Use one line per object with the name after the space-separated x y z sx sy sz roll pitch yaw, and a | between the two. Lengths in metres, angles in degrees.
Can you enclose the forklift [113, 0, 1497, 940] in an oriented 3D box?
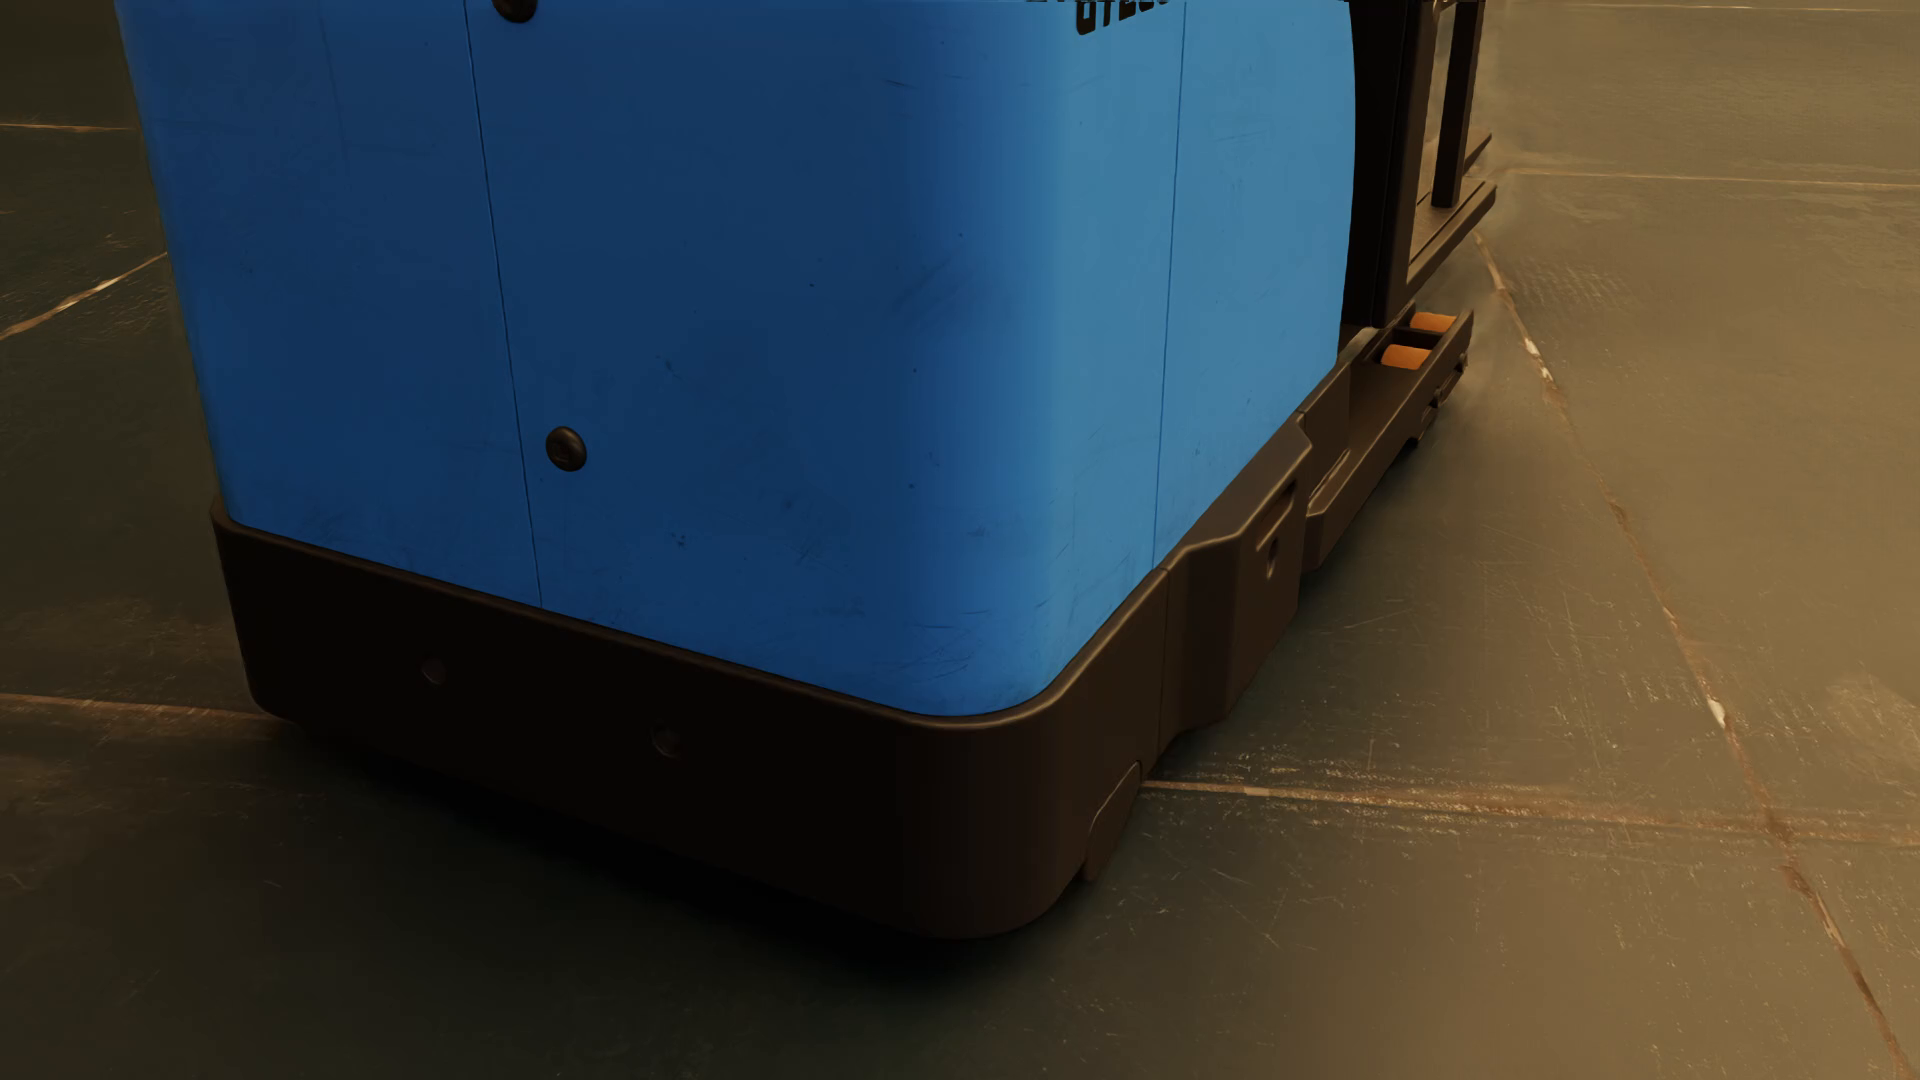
0.269 -1.559 2.341 1.130 2.935 3.031 13 29 24 | forklift
